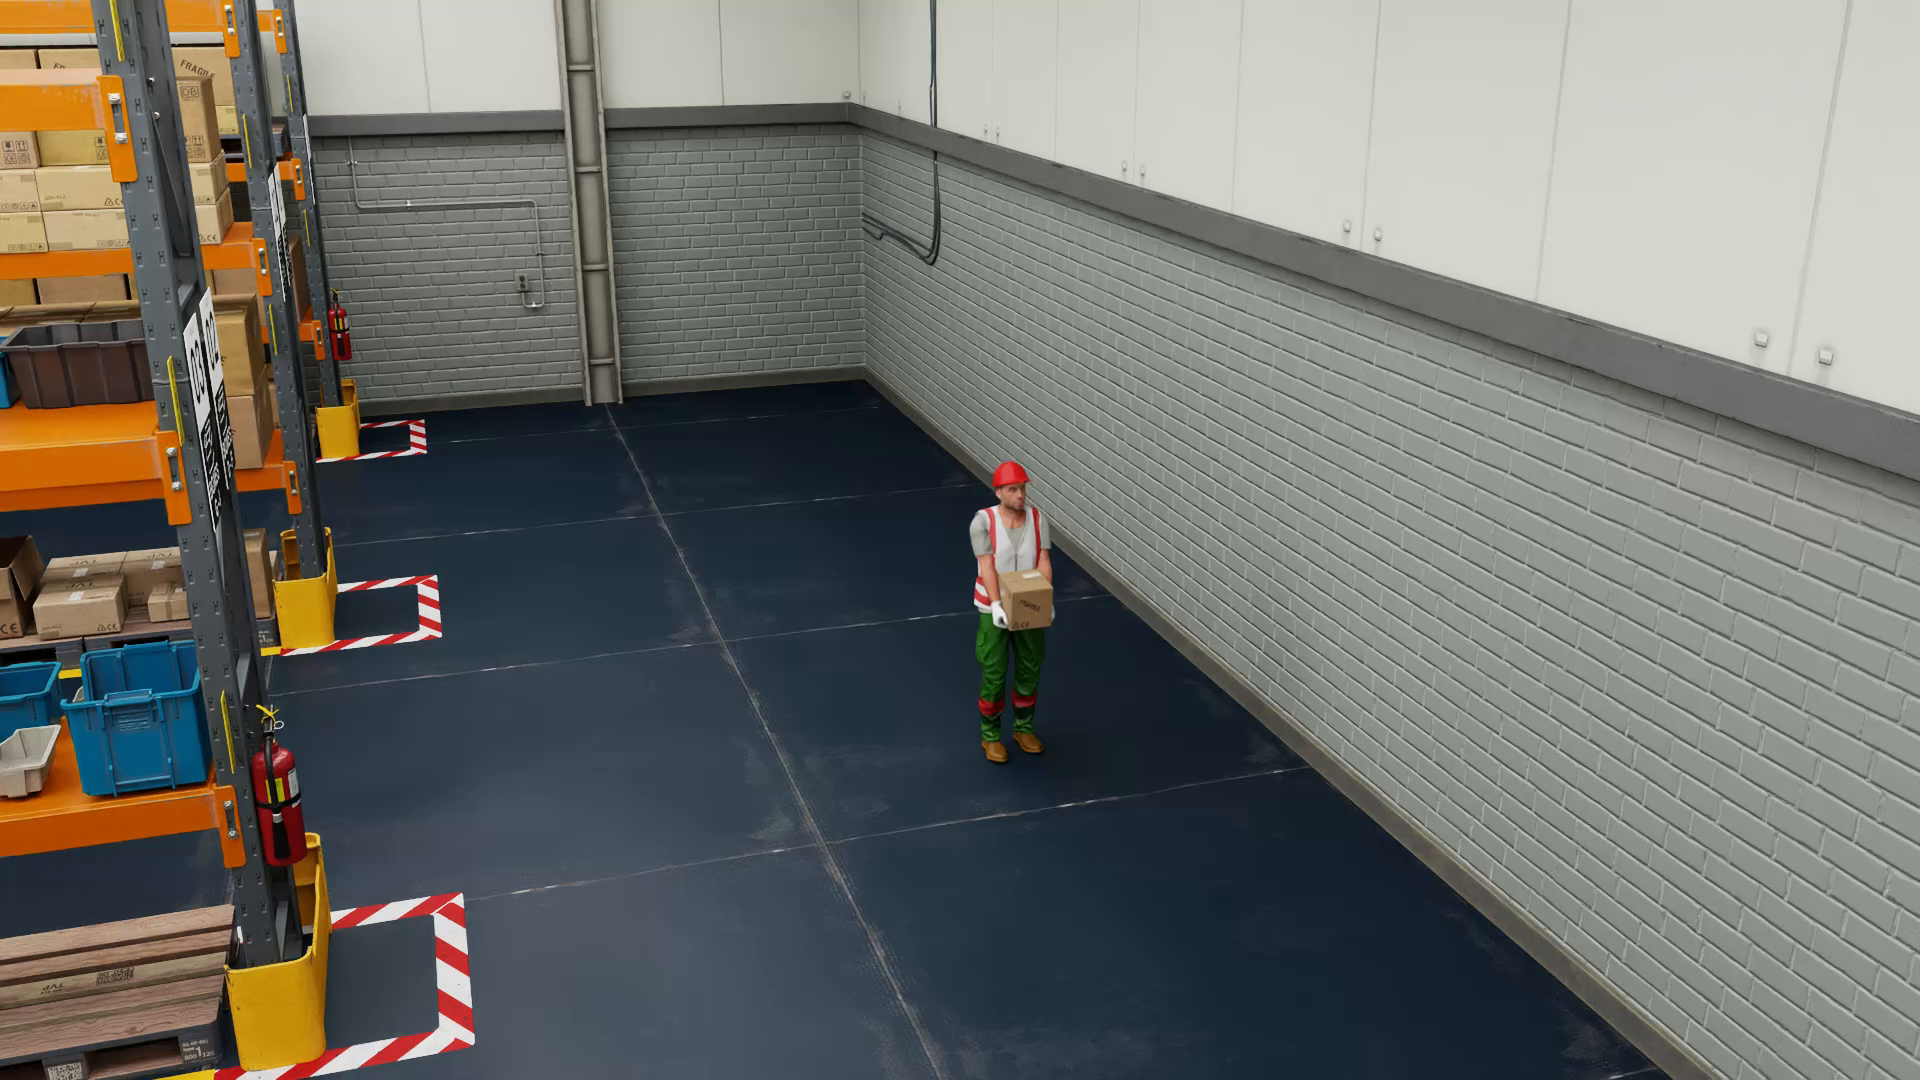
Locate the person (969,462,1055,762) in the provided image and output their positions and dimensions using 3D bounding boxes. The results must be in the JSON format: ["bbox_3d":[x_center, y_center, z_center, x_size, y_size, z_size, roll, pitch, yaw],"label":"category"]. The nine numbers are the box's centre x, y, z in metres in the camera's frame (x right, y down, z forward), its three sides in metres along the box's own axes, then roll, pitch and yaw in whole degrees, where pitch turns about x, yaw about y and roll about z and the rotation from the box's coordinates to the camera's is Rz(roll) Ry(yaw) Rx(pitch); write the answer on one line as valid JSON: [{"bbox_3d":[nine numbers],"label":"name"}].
[{"bbox_3d":[0.331,0.440,9.758,0.494,1.784,0.554,-6,20,-16],"label":"person"}]
